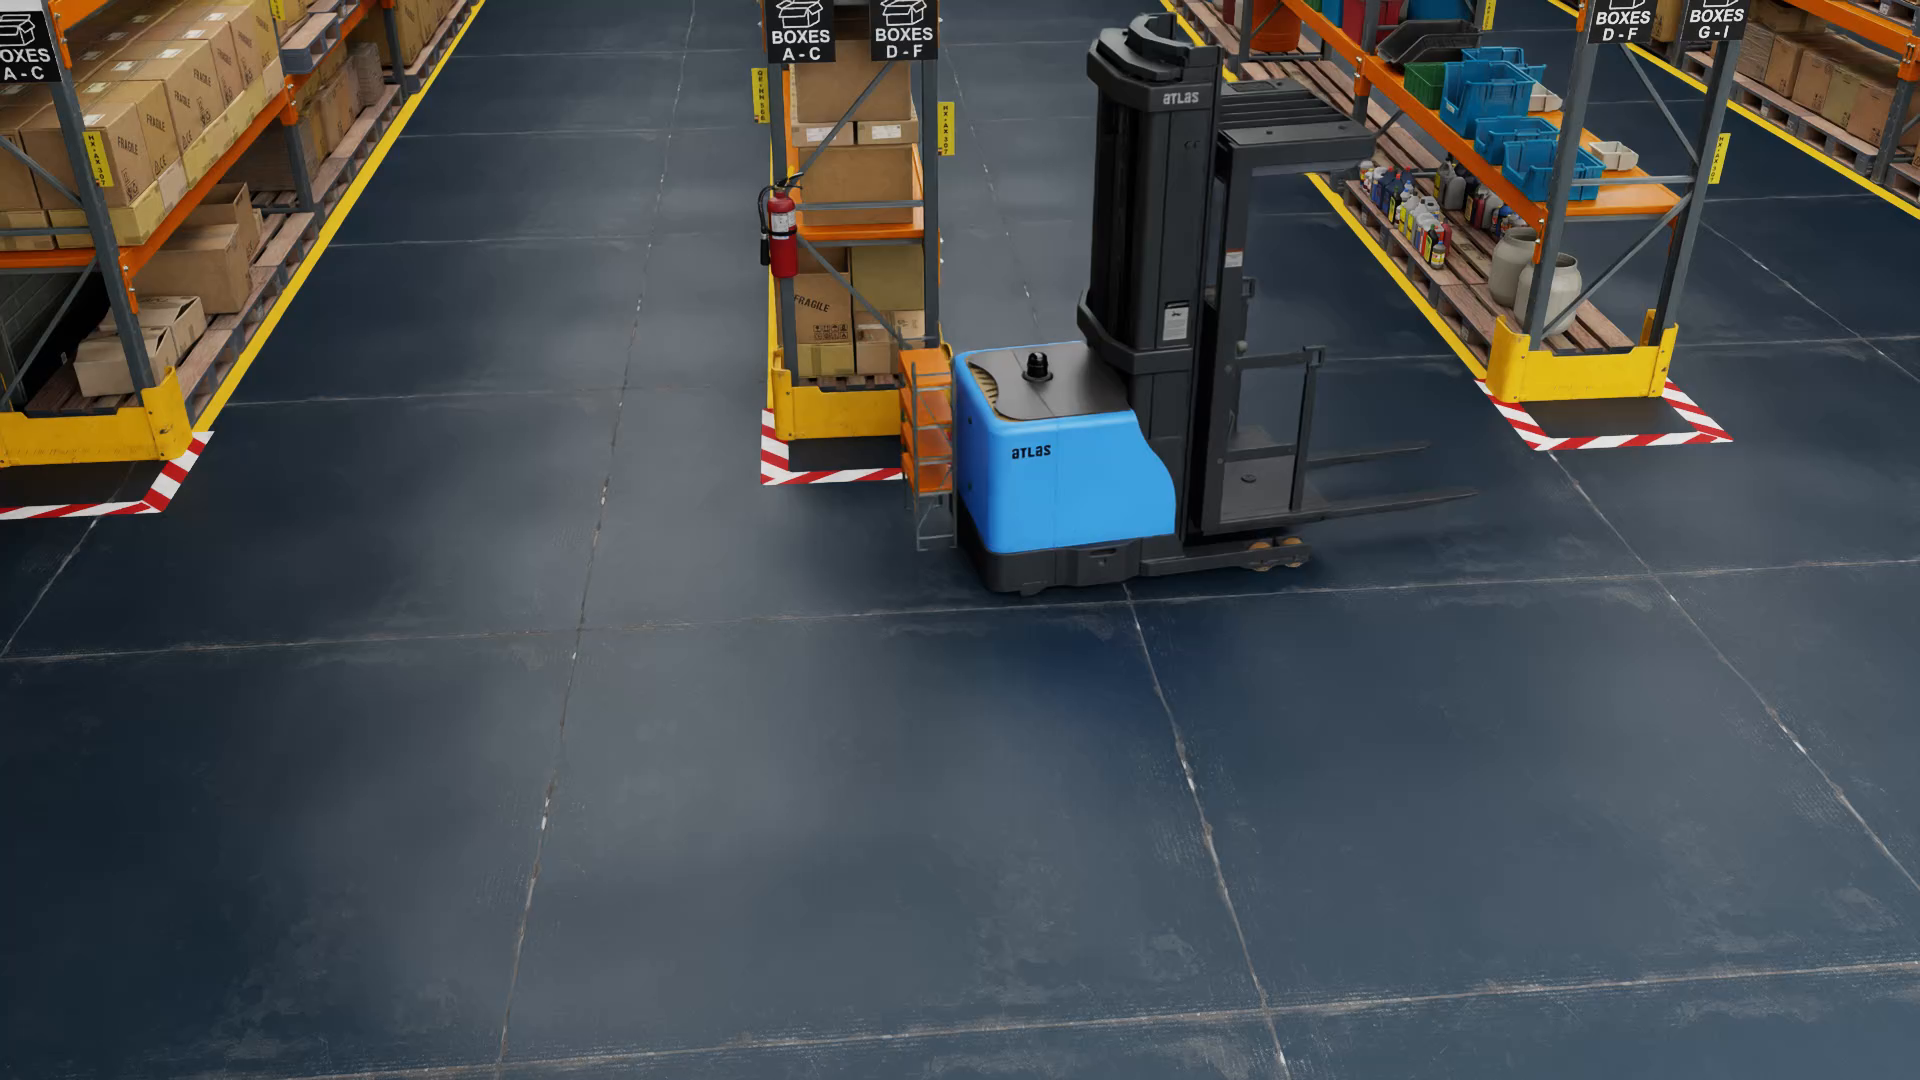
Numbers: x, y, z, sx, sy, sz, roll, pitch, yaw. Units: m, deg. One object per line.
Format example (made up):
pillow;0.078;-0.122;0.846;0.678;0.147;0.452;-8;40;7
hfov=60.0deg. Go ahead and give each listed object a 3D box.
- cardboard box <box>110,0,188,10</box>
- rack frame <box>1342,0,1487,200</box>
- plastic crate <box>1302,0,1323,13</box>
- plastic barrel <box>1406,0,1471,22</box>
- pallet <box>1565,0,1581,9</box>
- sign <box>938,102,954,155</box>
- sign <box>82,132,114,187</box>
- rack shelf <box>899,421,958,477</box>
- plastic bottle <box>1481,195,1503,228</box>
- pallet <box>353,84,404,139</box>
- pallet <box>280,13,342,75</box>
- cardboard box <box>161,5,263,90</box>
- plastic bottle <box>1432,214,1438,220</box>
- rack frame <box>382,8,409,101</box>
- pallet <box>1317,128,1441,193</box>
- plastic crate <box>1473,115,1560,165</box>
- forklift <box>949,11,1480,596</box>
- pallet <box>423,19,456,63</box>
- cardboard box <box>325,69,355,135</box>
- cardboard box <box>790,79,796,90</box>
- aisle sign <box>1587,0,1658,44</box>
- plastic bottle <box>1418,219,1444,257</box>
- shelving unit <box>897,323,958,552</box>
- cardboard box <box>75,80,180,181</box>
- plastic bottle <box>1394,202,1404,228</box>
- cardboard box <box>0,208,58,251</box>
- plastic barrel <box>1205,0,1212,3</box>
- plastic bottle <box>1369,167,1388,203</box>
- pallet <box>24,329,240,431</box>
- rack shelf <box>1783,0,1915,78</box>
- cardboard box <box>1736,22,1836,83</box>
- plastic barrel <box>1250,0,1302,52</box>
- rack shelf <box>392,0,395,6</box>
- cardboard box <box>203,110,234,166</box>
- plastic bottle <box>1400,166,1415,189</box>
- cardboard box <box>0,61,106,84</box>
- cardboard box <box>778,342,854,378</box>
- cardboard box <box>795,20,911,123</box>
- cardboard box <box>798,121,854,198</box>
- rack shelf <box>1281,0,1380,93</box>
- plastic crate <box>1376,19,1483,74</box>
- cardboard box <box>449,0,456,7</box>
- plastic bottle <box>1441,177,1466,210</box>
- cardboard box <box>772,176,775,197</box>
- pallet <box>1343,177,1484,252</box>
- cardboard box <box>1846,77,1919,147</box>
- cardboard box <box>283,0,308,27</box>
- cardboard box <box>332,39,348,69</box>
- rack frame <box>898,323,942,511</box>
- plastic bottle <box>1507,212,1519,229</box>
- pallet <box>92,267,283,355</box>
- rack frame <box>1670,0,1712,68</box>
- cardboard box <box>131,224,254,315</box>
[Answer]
cardboard box;-6.107;-3.880;12.717;0.500;0.500;0.500;-3;31;-6
rack frame;3.921;-4.339;14.089;1.000;3.000;0.127;-3;31;-5
plastic crate;3.477;-5.124;15.609;0.450;0.188;0.662;-3;31;-5
plastic barrel;4.186;-4.766;14.315;0.600;0.901;0.708;-3;31;-5
pallet;8.252;-7.073;21.386;1.003;0.211;1.213;-3;31;-5
sign;-0.084;-2.490;10.073;0.100;0.325;0.005;-3;31;-5
sign;-5.029;-2.220;9.697;0.100;0.325;0.005;-3;31;-5
rack shelf;-0.185;-0.527;9.591;0.258;0.148;0.480;-6;31;-9
plastic bottle;4.327;-2.697;13.568;0.152;0.276;0.135;-2;31;-4
pallet;-6.245;-4.310;16.760;1.003;0.211;1.213;-3;31;-5
pallet;-5.869;-4.179;14.008;1.003;0.211;1.213;-3;31;-5
cardboard box;-5.538;-3.649;12.330;0.500;0.500;0.500;-3;31;-5
plastic bottle;3.774;-2.514;13.334;0.097;0.201;0.097;0;31;0
rack frame;-6.317;-5.906;16.713;1.000;3.000;0.127;-3;31;-5
pallet;3.809;-3.541;15.472;1.003;0.211;1.213;-3;31;-5
plastic crate;3.895;-2.806;11.667;0.499;0.251;0.408;-3;31;-5
forklift;1.510;-1.336;9.128;3.031;2.935;1.130;-7;32;-11
pallet;-6.426;-5.737;19.149;1.003;0.211;1.213;-3;31;-5
cardboard box;-6.190;-4.136;15.758;0.700;0.500;0.500;-3;31;-5
cardboard box;-0.934;-2.961;11.053;0.380;0.149;0.250;-2;31;-4
aisle sign;4.006;-3.362;9.918;0.394;0.787;0.004;-3;31;-5
plastic bottle;3.690;-2.363;13.008;0.152;0.276;0.135;-3;31;-4
shelving unit;-0.185;-0.584;9.556;0.258;1.200;0.503;-6;31;-9
cardboard box;-5.351;-2.599;10.572;0.500;0.500;0.500;-3;31;-4
plastic bottle;3.604;-2.652;13.565;0.097;0.201;0.097;0;31;0
cardboard box;-5.806;-1.996;10.293;0.500;0.250;0.500;-2;31;-4
plastic barrel;3.273;-7.063;20.286;0.600;0.901;0.708;-3;31;-5
plastic bottle;3.572;-3.011;14.093;0.152;0.276;0.135;-2;31;-3
pallet;-5.617;-1.080;11.353;1.003;0.211;1.213;-3;31;-5
rack shelf;8.665;-5.288;16.380;1.077;0.370;4.000;-3;31;-5
cardboard box;8.625;-5.110;17.389;0.700;0.500;0.500;-5;31;-9
plastic barrel;3.484;-5.879;18.374;0.600;0.830;0.708;-3;31;-5
rack shelf;-6.503;-6.619;18.607;1.077;0.370;4.000;-3;31;-5
cardboard box;-5.448;-2.814;11.662;0.500;0.250;0.500;-2;31;-4
plastic bottle;3.727;-2.965;13.944;0.144;0.351;0.185;-3;31;-5
cardboard box;-5.915;-2.840;10.975;0.500;0.500;0.500;-4;31;-6
cardboard box;-0.982;-1.321;11.308;0.500;0.250;0.500;-3;31;-5
cardboard box;-0.673;-2.927;10.363;0.700;0.500;0.500;-3;31;-4
cardboard box;-0.722;-2.611;11.099;0.700;0.500;0.500;-2;31;-3
rack shelf;3.734;-5.051;15.983;1.077;0.370;4.000;-3;31;-5
plastic crate;3.843;-4.039;13.647;0.767;0.338;0.504;-3;31;-5
cardboard box;-6.500;-6.880;20.031;0.750;0.750;0.750;-2;31;-4
plastic bottle;4.141;-2.926;13.950;0.152;0.276;0.135;-3;31;-5
cardboard box;-1.137;-2.408;12.396;0.500;0.500;0.500;-3;31;-5
pallet;3.942;-2.797;14.227;1.003;0.211;1.213;-3;31;-5
cardboard box;8.816;-4.006;15.541;0.700;0.500;0.500;-5;31;-8
cardboard box;-6.002;-4.643;14.072;0.700;0.500;0.500;0;31;1
cardboard box;-6.207;-4.685;15.946;0.500;0.250;0.500;-2;31;-4
rack frame;-0.230;-0.707;9.762;0.240;1.200;0.015;-6;31;-9
plastic bottle;4.394;-2.481;13.210;0.097;0.271;0.097;0;31;0
pallet;-5.728;-1.702;12.393;1.003;0.211;1.213;-3;31;-5
rack frame;8.478;-6.618;17.905;1.000;3.000;0.127;-3;31;-5
cardboard box;-5.616;-1.963;12.120;0.700;0.500;0.500;-5;31;-8
